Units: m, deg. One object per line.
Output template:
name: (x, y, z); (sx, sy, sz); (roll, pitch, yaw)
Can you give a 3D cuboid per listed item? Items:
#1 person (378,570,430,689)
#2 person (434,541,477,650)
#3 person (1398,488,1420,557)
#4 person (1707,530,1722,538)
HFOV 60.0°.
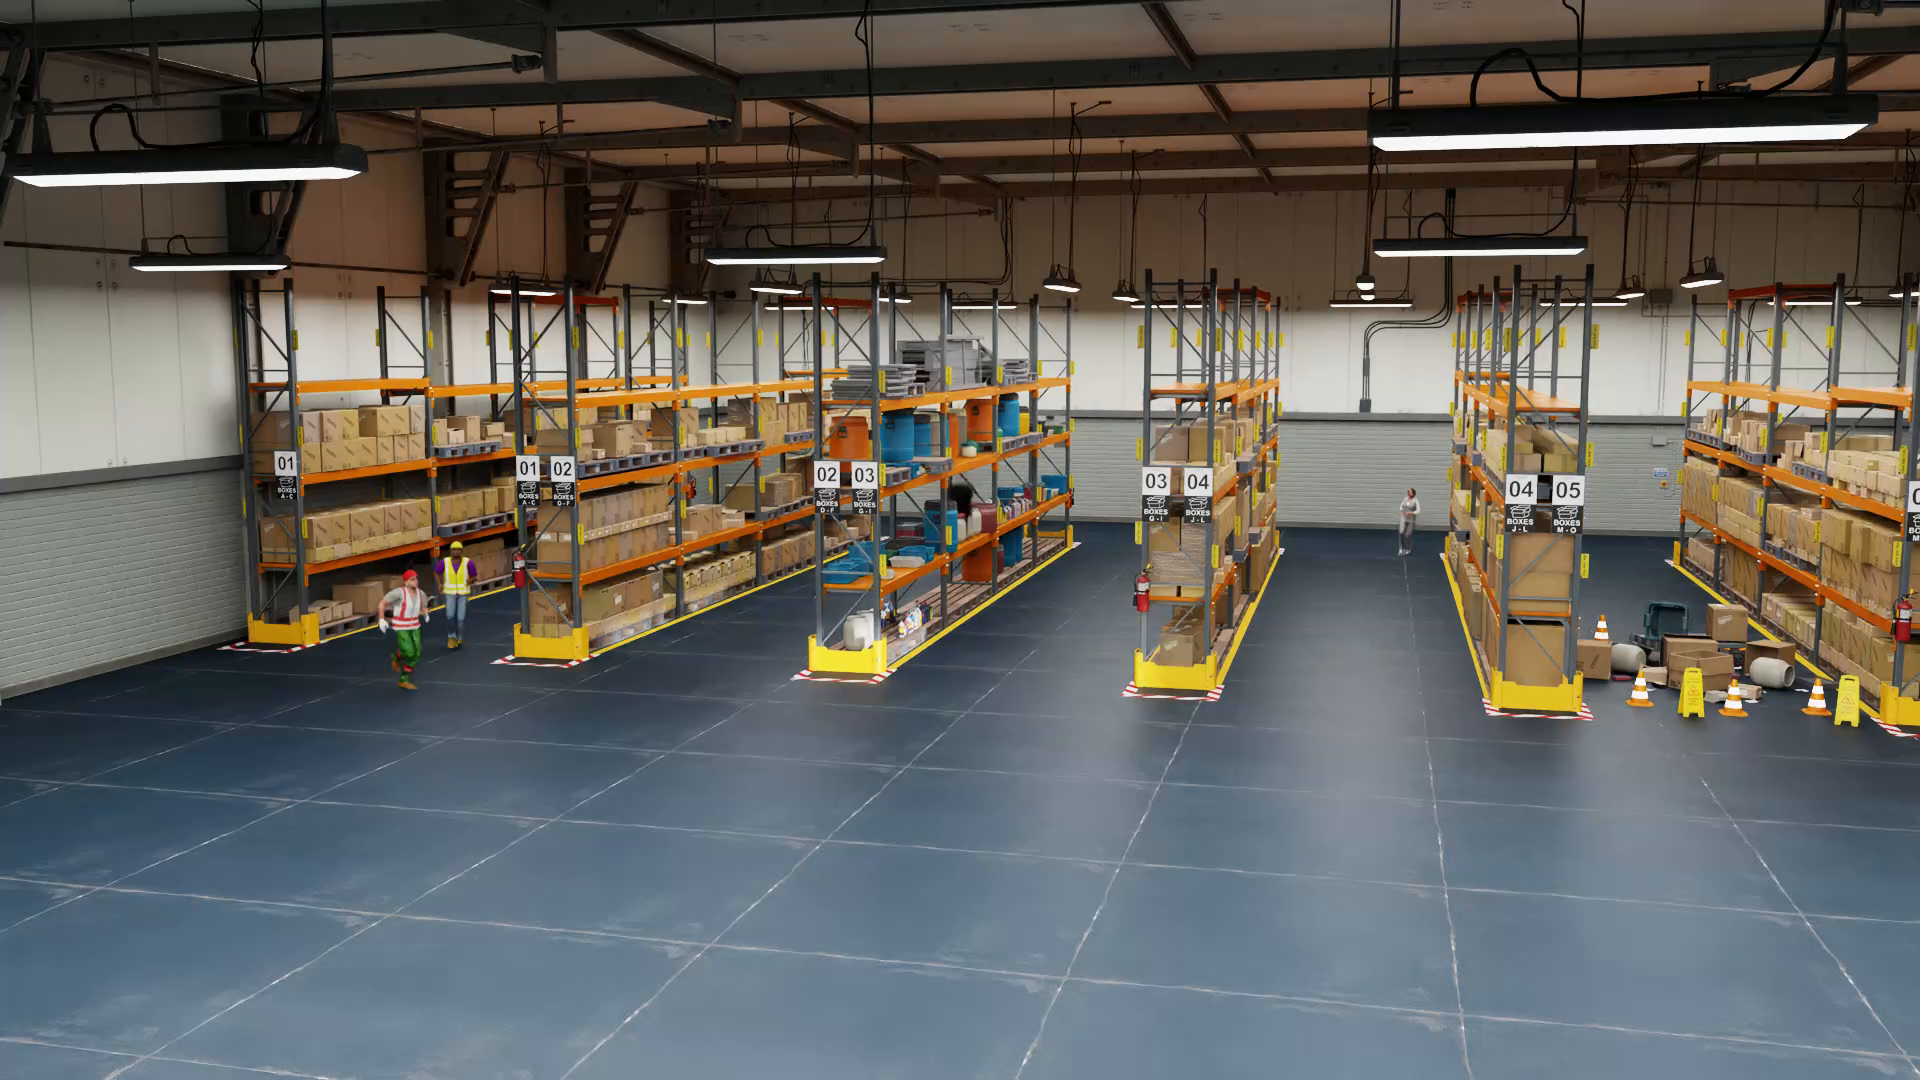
person: (-7.968, 1.290, 23.974); (0.686, 1.729, 0.707); (5, 9, 37)
person: (-8.184, 0.901, 27.037); (0.673, 1.776, 0.705); (-2, 7, -20)
person: (10.452, -0.421, 38.708); (0.528, 1.594, 0.596); (4, 8, 32)
person: (17.323, -0.385, 37.877); (0.741, 1.703, 0.759); (5, 9, 37)
